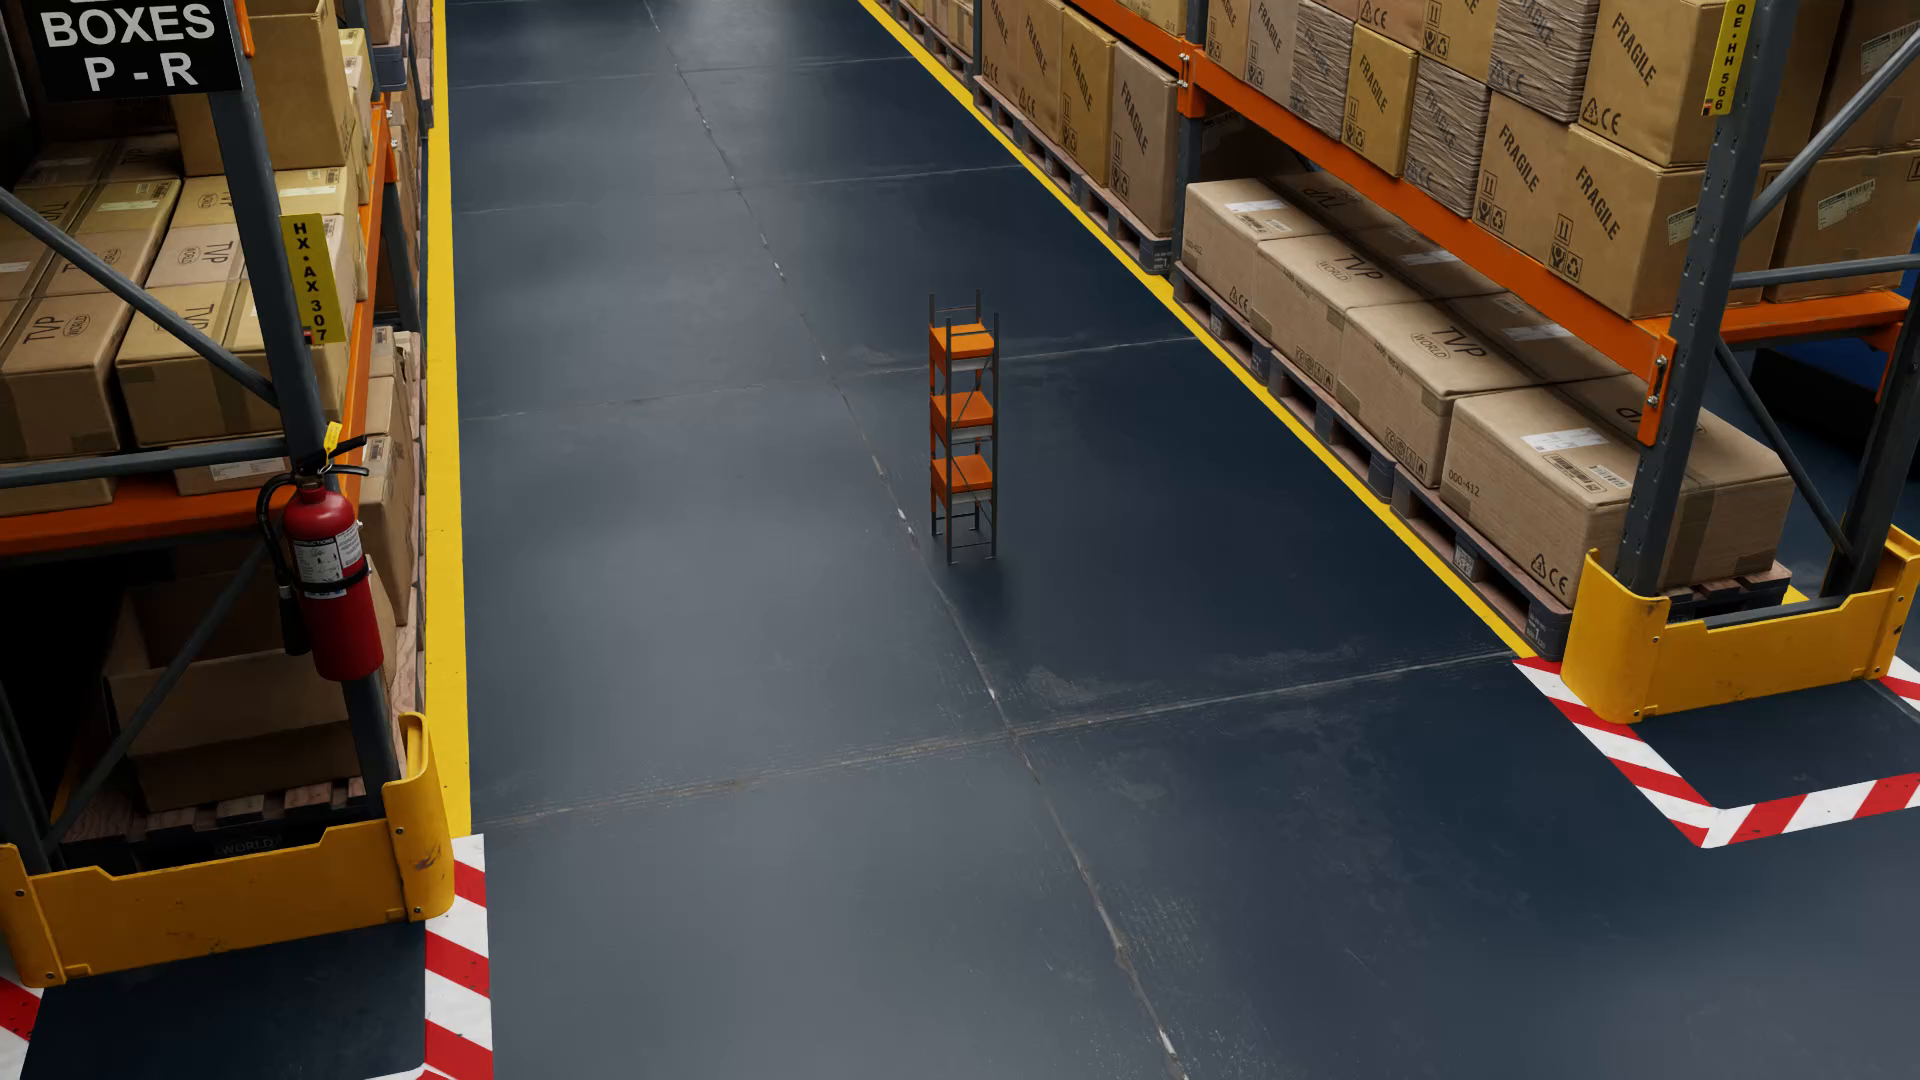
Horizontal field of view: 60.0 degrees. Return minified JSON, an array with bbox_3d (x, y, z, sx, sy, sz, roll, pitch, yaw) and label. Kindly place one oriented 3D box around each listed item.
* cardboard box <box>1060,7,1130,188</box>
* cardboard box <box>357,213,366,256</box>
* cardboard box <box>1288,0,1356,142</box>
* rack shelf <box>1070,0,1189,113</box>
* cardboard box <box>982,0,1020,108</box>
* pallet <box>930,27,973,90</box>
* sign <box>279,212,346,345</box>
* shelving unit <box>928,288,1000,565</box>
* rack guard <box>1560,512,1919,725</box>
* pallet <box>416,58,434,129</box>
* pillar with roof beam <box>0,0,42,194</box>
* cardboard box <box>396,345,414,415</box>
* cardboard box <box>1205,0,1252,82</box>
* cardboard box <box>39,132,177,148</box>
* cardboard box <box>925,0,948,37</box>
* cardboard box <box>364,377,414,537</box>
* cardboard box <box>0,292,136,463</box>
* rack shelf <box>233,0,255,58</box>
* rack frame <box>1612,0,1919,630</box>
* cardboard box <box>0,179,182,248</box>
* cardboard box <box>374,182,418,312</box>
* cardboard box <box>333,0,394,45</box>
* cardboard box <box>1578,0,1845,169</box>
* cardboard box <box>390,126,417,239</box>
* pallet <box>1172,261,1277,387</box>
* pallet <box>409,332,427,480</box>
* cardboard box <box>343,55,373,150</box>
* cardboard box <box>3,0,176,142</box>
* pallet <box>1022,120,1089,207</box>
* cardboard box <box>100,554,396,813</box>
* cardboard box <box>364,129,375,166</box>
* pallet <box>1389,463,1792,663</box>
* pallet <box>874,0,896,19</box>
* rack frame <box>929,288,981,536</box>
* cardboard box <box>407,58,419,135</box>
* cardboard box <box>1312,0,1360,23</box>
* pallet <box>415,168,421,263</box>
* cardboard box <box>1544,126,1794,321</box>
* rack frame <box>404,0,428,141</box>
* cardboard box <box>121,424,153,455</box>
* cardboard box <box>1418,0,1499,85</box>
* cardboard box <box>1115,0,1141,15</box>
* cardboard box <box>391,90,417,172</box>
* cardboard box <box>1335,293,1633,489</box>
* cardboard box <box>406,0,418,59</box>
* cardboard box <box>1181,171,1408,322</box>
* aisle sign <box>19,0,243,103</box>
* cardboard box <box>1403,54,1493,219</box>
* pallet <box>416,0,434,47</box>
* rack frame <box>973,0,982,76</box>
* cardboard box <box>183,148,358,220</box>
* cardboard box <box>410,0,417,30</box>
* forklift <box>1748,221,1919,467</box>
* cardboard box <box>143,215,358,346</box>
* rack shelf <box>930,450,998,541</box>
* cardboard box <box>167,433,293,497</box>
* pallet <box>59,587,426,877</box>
[{"bbox_3d":[1.167,-2.752,10.213,0.875,0.875,0.875,-7,31,-12],"label":"cardboard box"},{"bbox_3d":[-2.273,-1.012,5.755,0.380,0.149,0.250,-7,31,-12],"label":"cardboard box"},{"bbox_3d":[1.783,-2.063,7.221,0.500,0.500,0.500,-8,31,-13],"label":"cardboard box"},{"bbox_3d":[1.125,-3.421,10.384,1.077,0.370,4.000,-8,31,-13],"label":"rack shelf"},{"bbox_3d":[0.697,-3.616,11.704,0.875,0.875,0.875,-8,31,-14],"label":"cardboard box"},{"bbox_3d":[0.388,-3.869,13.224,1.003,0.211,1.213,-8,31,-13],"label":"pallet"},{"bbox_3d":[-1.544,-0.619,3.962,0.100,0.325,0.005,-8,31,-13],"label":"sign"},{"bbox_3d":[0.014,-0.429,6.442,0.215,1.050,0.252,-8,31,-13],"label":"shelving unit"},{"bbox_3d":[2.724,0.259,5.803,1.175,0.500,0.348,-8,31,-13],"label":"rack guard"},{"bbox_3d":[-4.371,-3.232,12.124,1.003,0.211,1.213,-8,31,-13],"label":"pallet"},{"bbox_3d":[0.338,-4.817,6.090,9.100,9.000,0.400,-8,31,-13],"label":"pillar with roof beam"},{"bbox_3d":[-2.603,-0.700,7.276,0.396,0.266,0.258,-7,31,-11],"label":"cardboard box"},{"bbox_3d":[1.528,-2.548,8.058,0.500,0.500,0.500,-7,31,-12],"label":"cardboard box"},{"bbox_3d":[-2.983,-1.402,6.031,0.500,0.250,0.500,-7,31,-12],"label":"cardboard box"},{"bbox_3d":[0.250,-4.372,13.513,0.950,0.372,0.625,-8,31,-14],"label":"cardboard box"},{"bbox_3d":[-2.371,-0.267,6.293,0.500,0.500,0.500,-7,31,-12],"label":"cardboard box"},{"bbox_3d":[-2.445,-0.423,4.340,0.500,0.250,0.500,-7,31,-12],"label":"cardboard box"},{"bbox_3d":[-2.598,-2.125,5.151,1.077,0.370,4.000,-8,31,-13],"label":"rack shelf"},{"bbox_3d":[2.717,-0.834,5.197,1.000,3.000,0.127,-8,31,-13],"label":"rack frame"},{"bbox_3d":[-2.708,-0.912,5.185,0.500,0.250,0.500,-7,31,-12],"label":"cardboard box"},{"bbox_3d":[-3.040,-1.468,8.368,0.500,0.500,0.500,-7,31,-11],"label":"cardboard box"},{"bbox_3d":[-3.042,-2.593,7.716,0.700,0.500,0.500,-7,31,-12],"label":"cardboard box"},{"bbox_3d":[2.360,-1.512,5.269,0.500,0.500,0.500,-7,31,-12],"label":"cardboard box"},{"bbox_3d":[-3.319,-1.965,9.227,0.500,0.500,0.500,-9,31,-15],"label":"cardboard box"},{"bbox_3d":[1.782,-1.182,8.581,1.003,0.211,1.213,-8,31,-13],"label":"pallet"},{"bbox_3d":[-2.948,-0.566,7.517,1.003,0.211,1.213,-8,31,-13],"label":"pallet"},{"bbox_3d":[-2.611,-1.715,6.571,0.500,0.250,0.500,-8,31,-13],"label":"cardboard box"},{"bbox_3d":[-2.990,-1.738,5.863,0.500,0.500,0.500,-9,31,-15],"label":"cardboard box"},{"bbox_3d":[1.051,-2.512,10.880,1.003,0.211,1.213,-8,31,-13],"label":"pallet"},{"bbox_3d":[-2.138,0.418,5.106,0.797,0.503,0.637,-9,31,-15],"label":"cardboard box"},{"bbox_3d":[-2.618,-1.630,6.823,0.380,0.149,0.250,-7,31,-12],"label":"cardboard box"},{"bbox_3d":[2.430,-0.003,6.545,1.003,0.211,1.213,-8,31,-13],"label":"pallet"},{"bbox_3d":[-0.260,-5.047,15.260,1.003,0.211,1.213,-8,31,-13],"label":"pallet"},{"bbox_3d":[-0.018,-0.487,6.544,0.200,1.050,0.008,-8,31,-13],"label":"rack frame"},{"bbox_3d":[-3.871,-2.961,10.947,0.500,0.500,0.500,-7,31,-12],"label":"cardboard box"},{"bbox_3d":[1.802,-2.486,6.953,0.500,0.500,0.500,-7,31,-12],"label":"cardboard box"},{"bbox_3d":[-3.709,-1.876,9.780,1.003,0.211,1.213,-8,31,-13],"label":"pallet"},{"bbox_3d":[2.334,-1.075,5.514,0.500,0.500,0.500,-8,31,-13],"label":"cardboard box"},{"bbox_3d":[-4.191,-4.036,10.729,1.000,3.000,0.127,-8,31,-13],"label":"rack frame"},{"bbox_3d":[-2.422,-0.319,4.557,0.380,0.149,0.250,-7,31,-12],"label":"cardboard box"},{"bbox_3d":[2.065,-1.999,6.112,0.500,0.500,0.500,-8,31,-14],"label":"cardboard box"},{"bbox_3d":[1.160,-3.131,9.314,0.500,0.250,0.500,-8,31,-14],"label":"cardboard box"},{"bbox_3d":[-3.607,-2.465,10.091,0.500,0.500,0.500,-7,31,-11],"label":"cardboard box"},{"bbox_3d":[2.195,-0.654,7.023,0.875,0.438,0.875,-7,31,-12],"label":"cardboard box"},{"bbox_3d":[-4.524,-3.808,12.286,0.875,0.625,0.625,-7,31,-12],"label":"cardboard box"},{"bbox_3d":[1.719,-1.522,8.523,0.875,0.438,0.875,-8,31,-14],"label":"cardboard box"},{"bbox_3d":[-1.766,-1.304,3.413,0.394,0.787,0.004,-8,31,-13],"label":"aisle sign"},{"bbox_3d":[2.070,-1.567,6.363,0.500,0.500,0.500,-7,31,-12],"label":"cardboard box"},{"bbox_3d":[-5.019,-4.411,14.160,1.003,0.211,1.213,-8,31,-13],"label":"pallet"},{"bbox_3d":[0.594,-4.698,11.873,1.000,3.000,0.127,-8,31,-13],"label":"rack frame"},{"bbox_3d":[-2.356,-1.223,5.722,0.500,0.250,0.500,-9,31,-15],"label":"cardboard box"},{"bbox_3d":[-4.904,-4.496,13.475,0.875,0.625,0.625,-8,31,-14],"label":"cardboard box"},{"bbox_3d":[5.238,-2.072,7.404,3.031,2.935,1.130,-16,34,-26],"label":"forklift"},{"bbox_3d":[-2.062,-0.735,4.878,0.500,0.250,0.500,-8,31,-13],"label":"cardboard box"},{"bbox_3d":[0.014,-0.179,6.587,0.215,0.259,0.240,-8,31,-13],"label":"rack shelf"},{"bbox_3d":[-1.890,-0.259,4.454,0.380,0.149,0.250,-8,31,-14],"label":"cardboard box"},{"bbox_3d":[-2.300,0.613,5.481,1.003,0.211,1.213,-8,31,-13],"label":"pallet"}]
